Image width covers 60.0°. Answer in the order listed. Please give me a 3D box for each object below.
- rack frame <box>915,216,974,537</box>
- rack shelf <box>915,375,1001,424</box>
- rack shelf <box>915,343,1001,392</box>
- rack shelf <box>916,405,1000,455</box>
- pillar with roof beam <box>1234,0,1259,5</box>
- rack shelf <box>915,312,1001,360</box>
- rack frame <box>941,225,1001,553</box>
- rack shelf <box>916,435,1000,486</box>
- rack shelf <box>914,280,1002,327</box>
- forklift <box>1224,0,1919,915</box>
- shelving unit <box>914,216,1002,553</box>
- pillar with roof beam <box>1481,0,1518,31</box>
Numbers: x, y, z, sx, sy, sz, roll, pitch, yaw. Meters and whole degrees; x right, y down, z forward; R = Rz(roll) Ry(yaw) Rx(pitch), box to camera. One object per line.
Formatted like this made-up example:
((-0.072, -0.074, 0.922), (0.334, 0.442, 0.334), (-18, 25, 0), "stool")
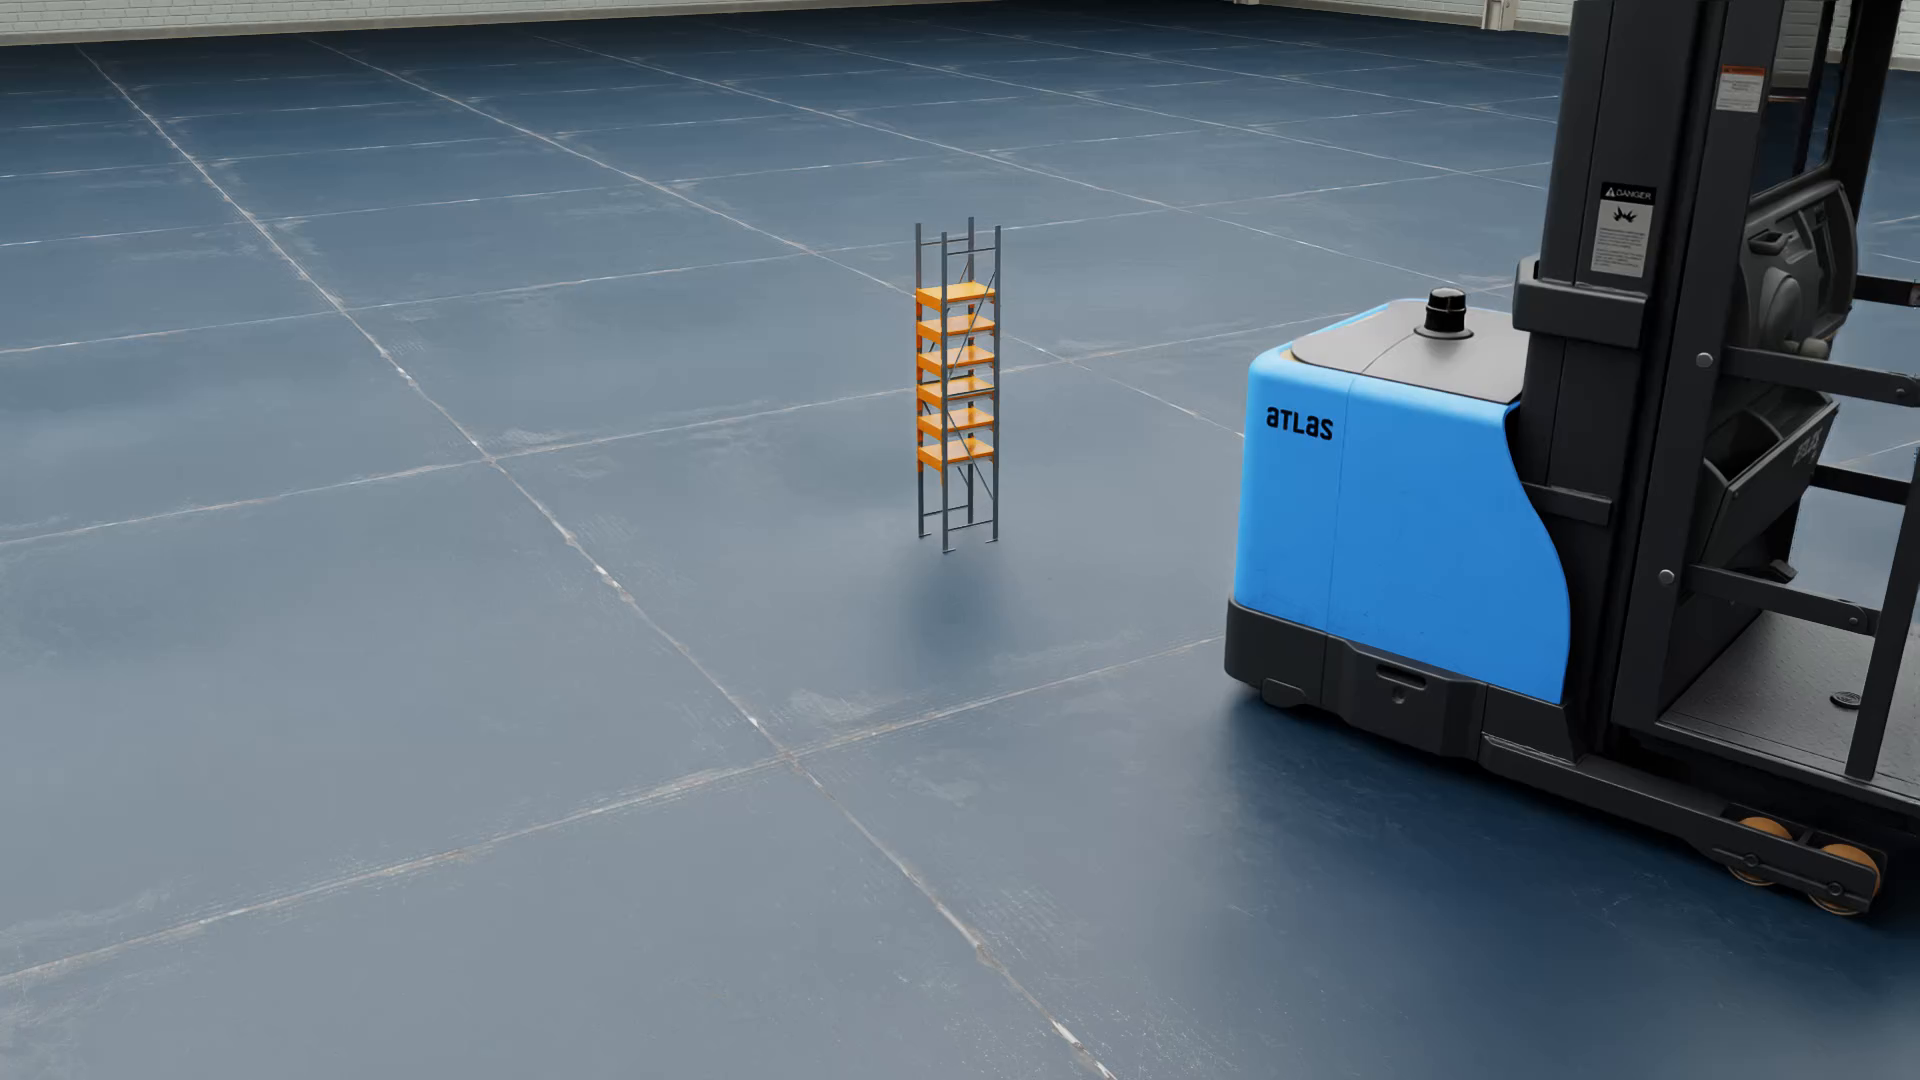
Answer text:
((-0.054, -0.590, 6.170), (0.240, 1.200, 0.006), (-13, 25, -28), "rack frame")
((-0.007, -0.519, 6.114), (0.258, 0.103, 0.180), (-13, 25, -28), "rack shelf")
((-0.007, -0.631, 6.069), (0.258, 0.103, 0.180), (-13, 25, -28), "rack shelf")
((-0.007, -0.408, 6.159), (0.258, 0.103, 0.180), (-13, 25, -28), "rack shelf")
((1.577, -13.205, 26.848), (9.100, 9.000, 0.400), (-13, 25, -28), "pillar with roof beam")
((-0.007, -0.742, 6.023), (0.258, 0.103, 0.180), (-13, 25, -28), "rack shelf")
((0.039, -0.531, 6.024), (0.240, 1.200, 0.006), (-13, 25, -28), "rack frame")
((-0.007, -0.297, 6.204), (0.258, 0.103, 0.180), (-13, 25, -28), "rack shelf")
((-0.007, -0.853, 5.978), (0.258, 0.103, 0.180), (-13, 25, -28), "rack shelf")
((2.265, -0.668, 4.061), (3.031, 2.935, 1.130), (18, 28, 37), "forklift")
((-0.007, -0.561, 6.097), (0.258, 1.200, 0.189), (-13, 25, -28), "shelving unit")
((4.642, -11.262, 22.069), (9.100, 9.000, 0.400), (-13, 25, -28), "pillar with roof beam")
